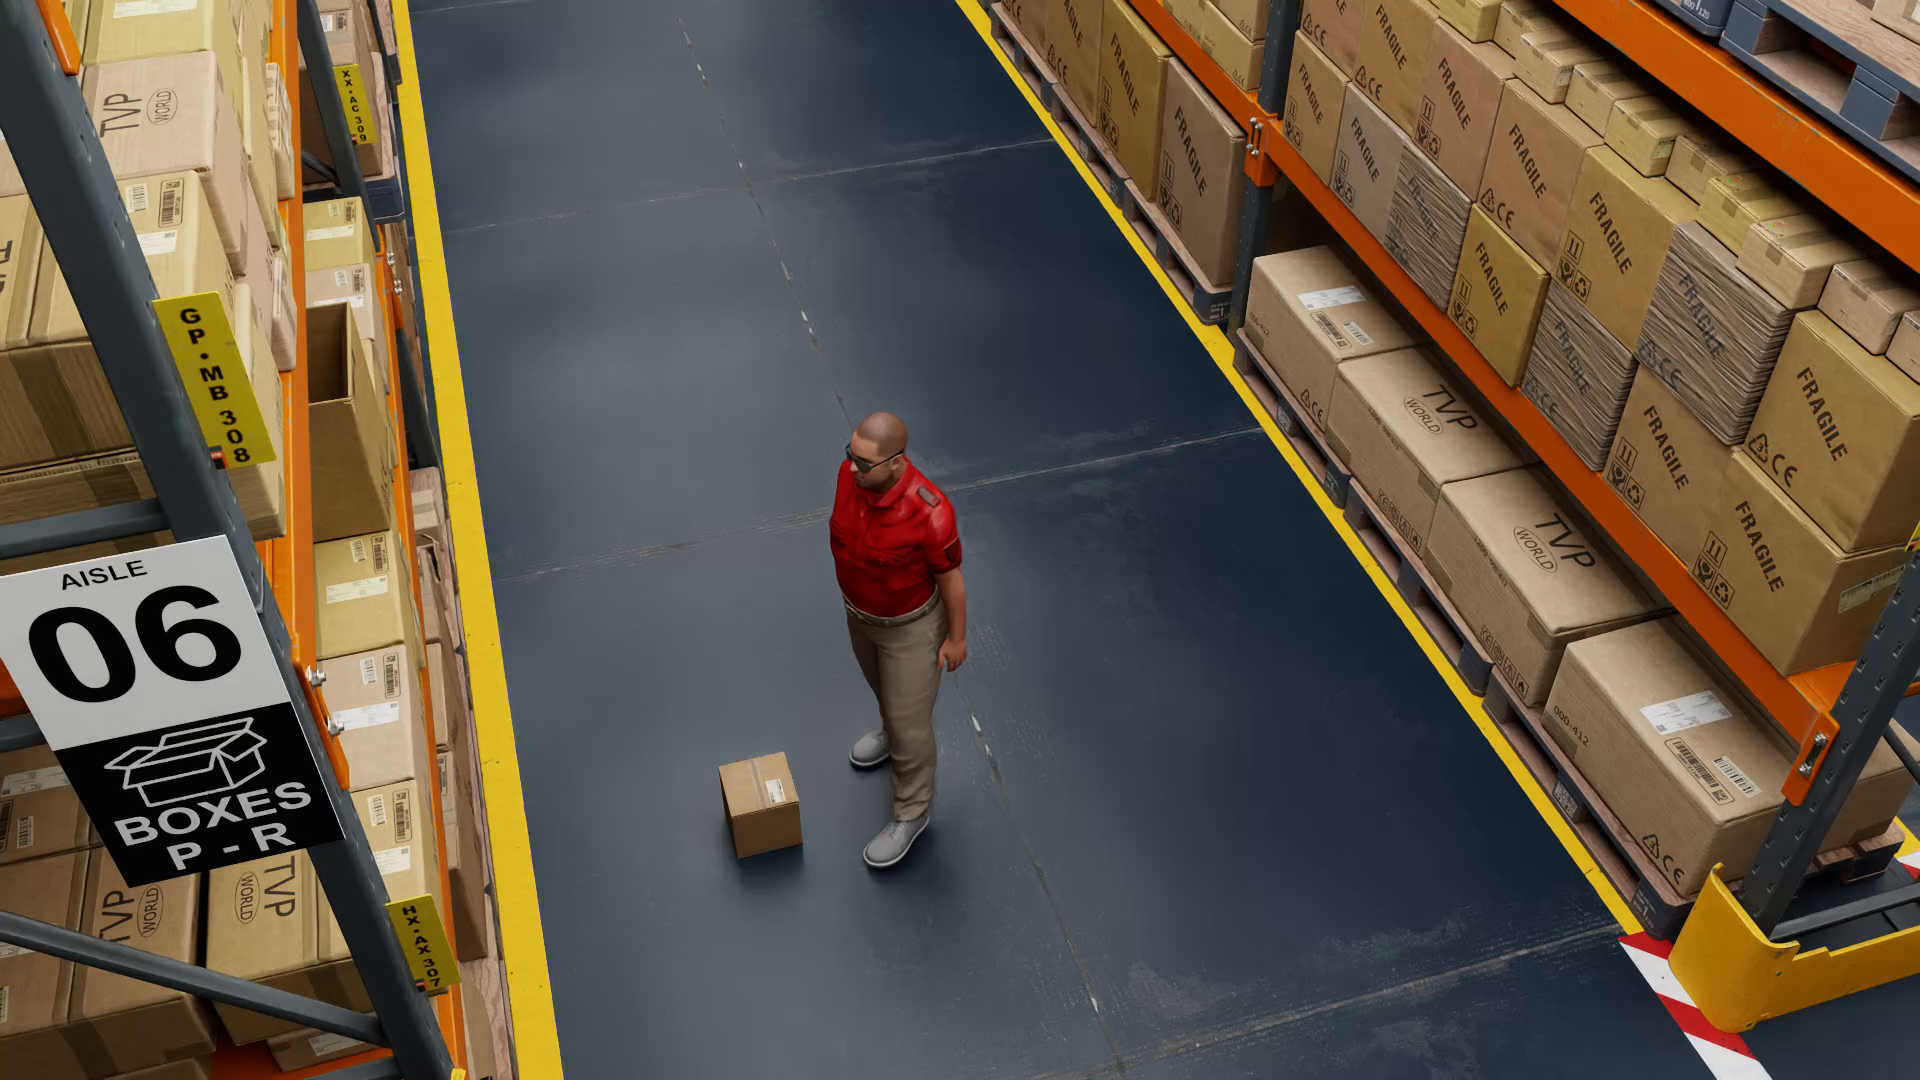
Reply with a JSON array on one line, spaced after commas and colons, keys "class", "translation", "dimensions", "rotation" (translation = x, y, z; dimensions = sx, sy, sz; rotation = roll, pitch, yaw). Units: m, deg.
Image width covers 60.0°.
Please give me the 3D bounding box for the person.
[{"class": "person", "translation": [-0.293, 0.312, 5.807], "dimensions": [0.629, 1.723, 0.625], "rotation": [-34, 52, -32]}]
